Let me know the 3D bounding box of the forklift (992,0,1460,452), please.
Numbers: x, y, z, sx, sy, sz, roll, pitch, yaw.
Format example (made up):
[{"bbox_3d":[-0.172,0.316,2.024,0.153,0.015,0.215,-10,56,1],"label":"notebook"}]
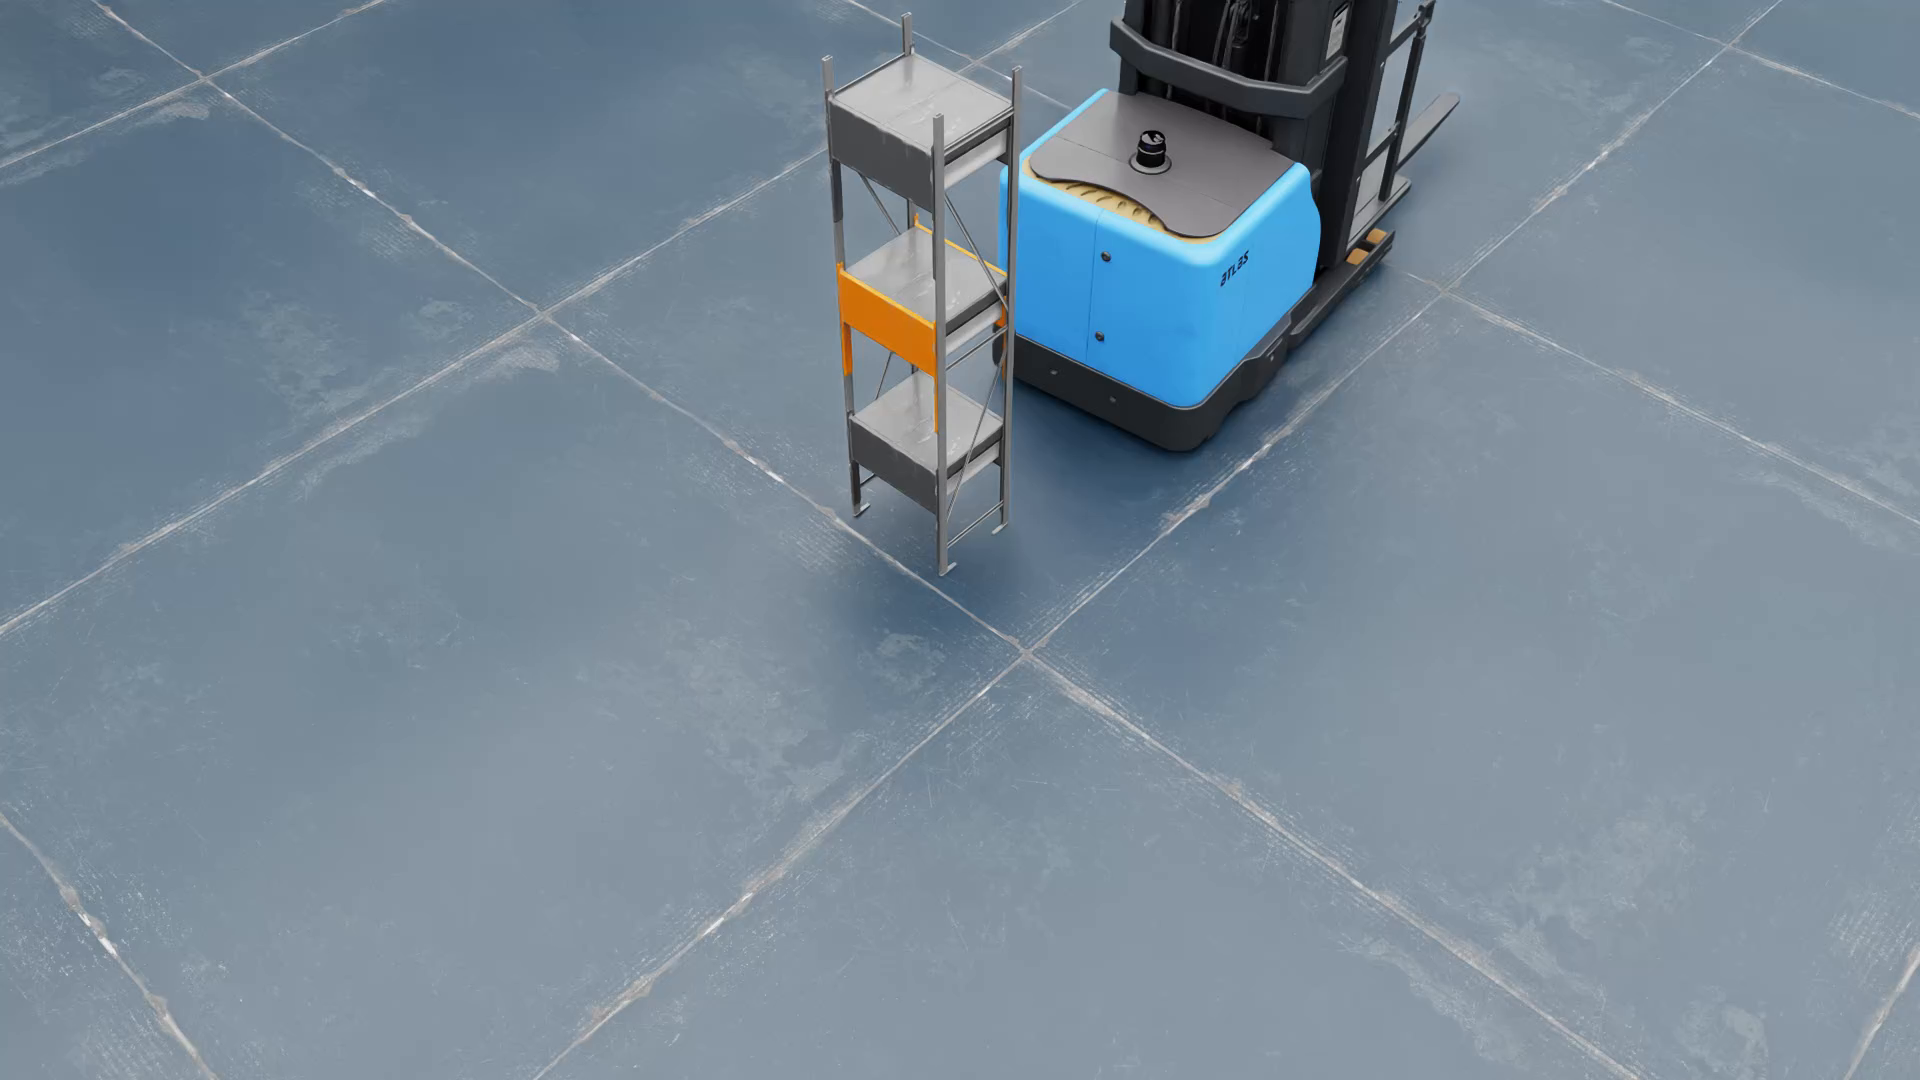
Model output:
[{"bbox_3d":[1.423,-2.410,7.002,1.130,2.935,3.031,28,53,24],"label":"forklift"}]

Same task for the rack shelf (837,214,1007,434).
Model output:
[{"bbox_3d":[-0.122,-0.791,6.071,0.480,0.518,0.431,34,55,28],"label":"rack shelf"}]

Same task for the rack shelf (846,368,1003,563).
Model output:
[{"bbox_3d":[-0.122,-0.312,6.582,0.480,0.518,0.431,34,55,28],"label":"rack shelf"}]

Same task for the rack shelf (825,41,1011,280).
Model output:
[{"bbox_3d":[-0.122,-1.270,5.561,0.480,0.518,0.431,34,55,28],"label":"rack shelf"}]

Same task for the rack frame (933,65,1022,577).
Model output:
[{"bbox_3d":[0.058,-0.680,5.948,0.015,2.100,0.400,34,55,28],"label":"rack frame"}]

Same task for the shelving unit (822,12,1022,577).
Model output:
[{"bbox_3d":[-0.122,-0.801,6.061,0.503,2.100,0.431,34,55,28],"label":"shelving unit"}]

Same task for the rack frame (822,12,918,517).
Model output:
[{"bbox_3d":[-0.301,-0.921,6.175,0.015,2.100,0.400,34,55,28],"label":"rack frame"}]
